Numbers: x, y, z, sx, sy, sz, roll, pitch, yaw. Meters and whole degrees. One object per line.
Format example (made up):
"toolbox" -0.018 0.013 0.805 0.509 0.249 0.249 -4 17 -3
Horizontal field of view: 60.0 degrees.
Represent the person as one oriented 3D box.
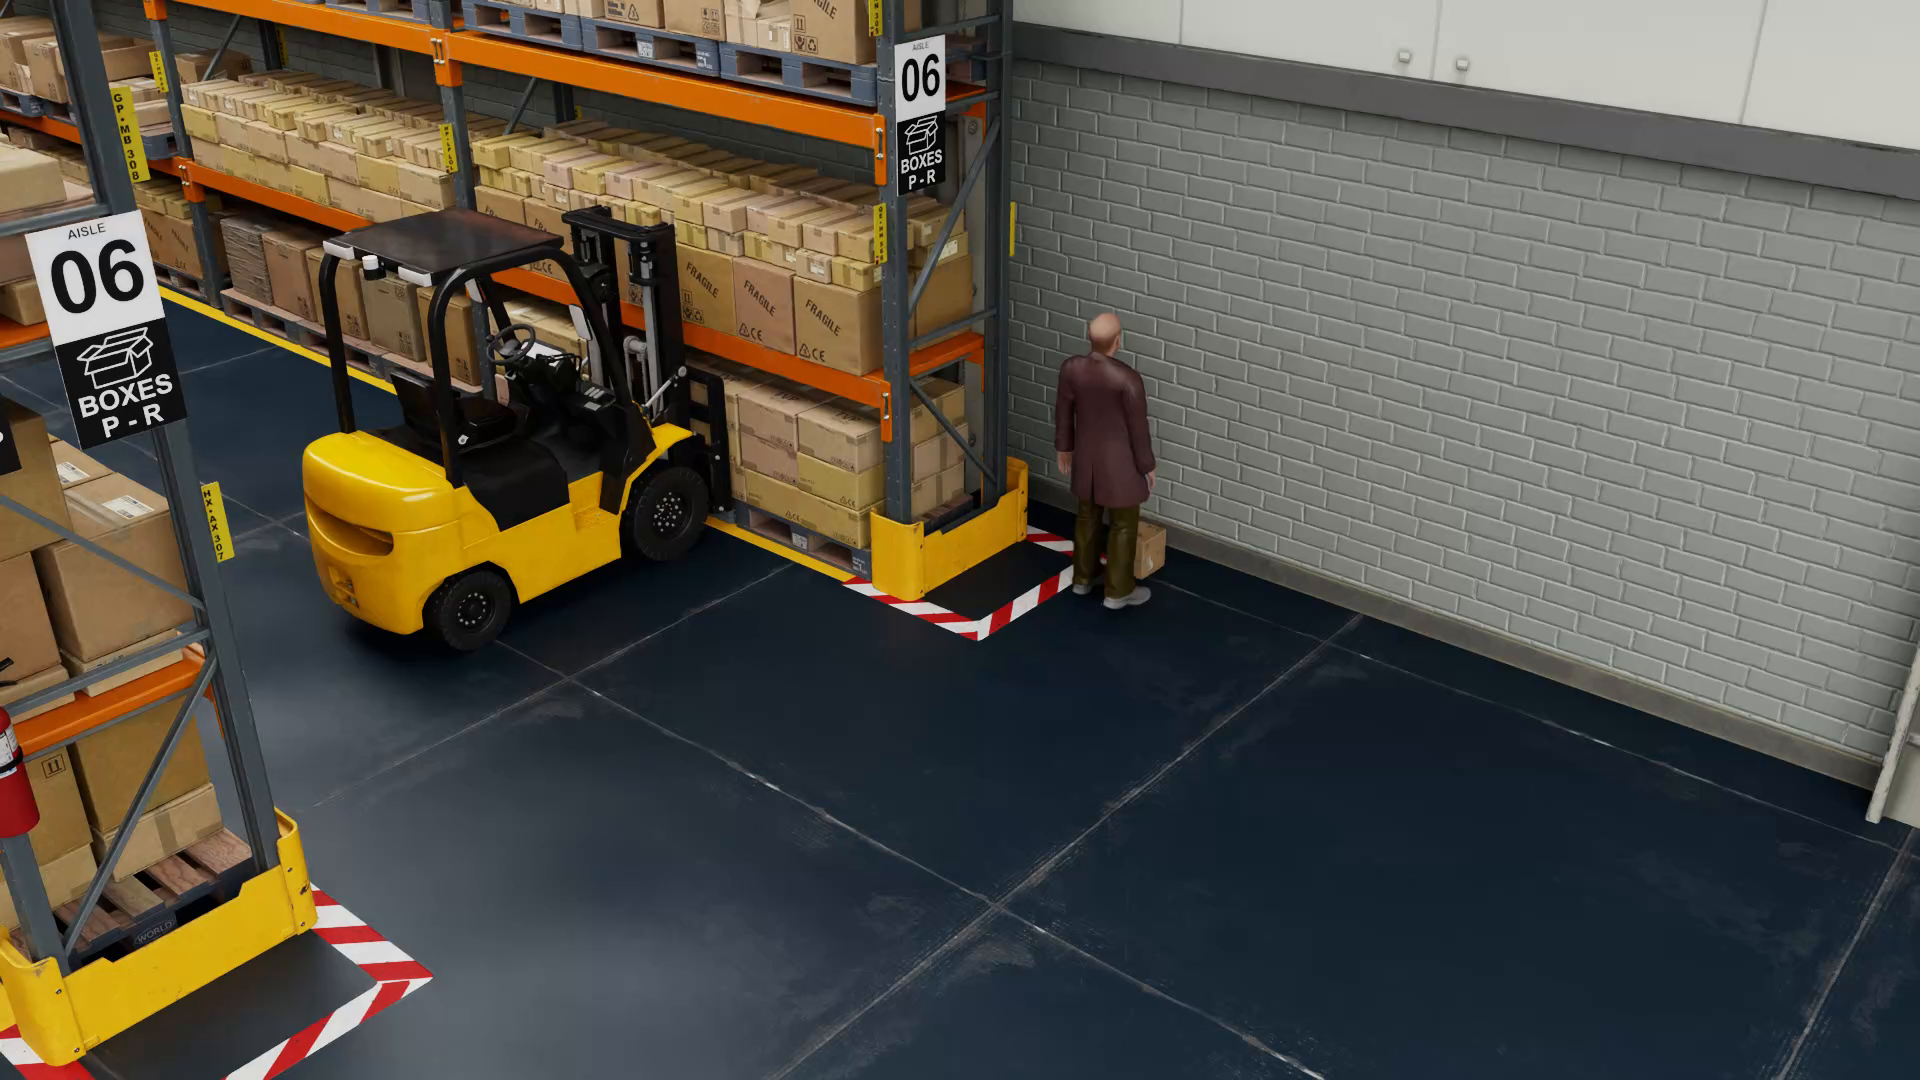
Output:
"person" 0.862 -0.379 9.577 0.647 1.599 0.471 20 33 34
